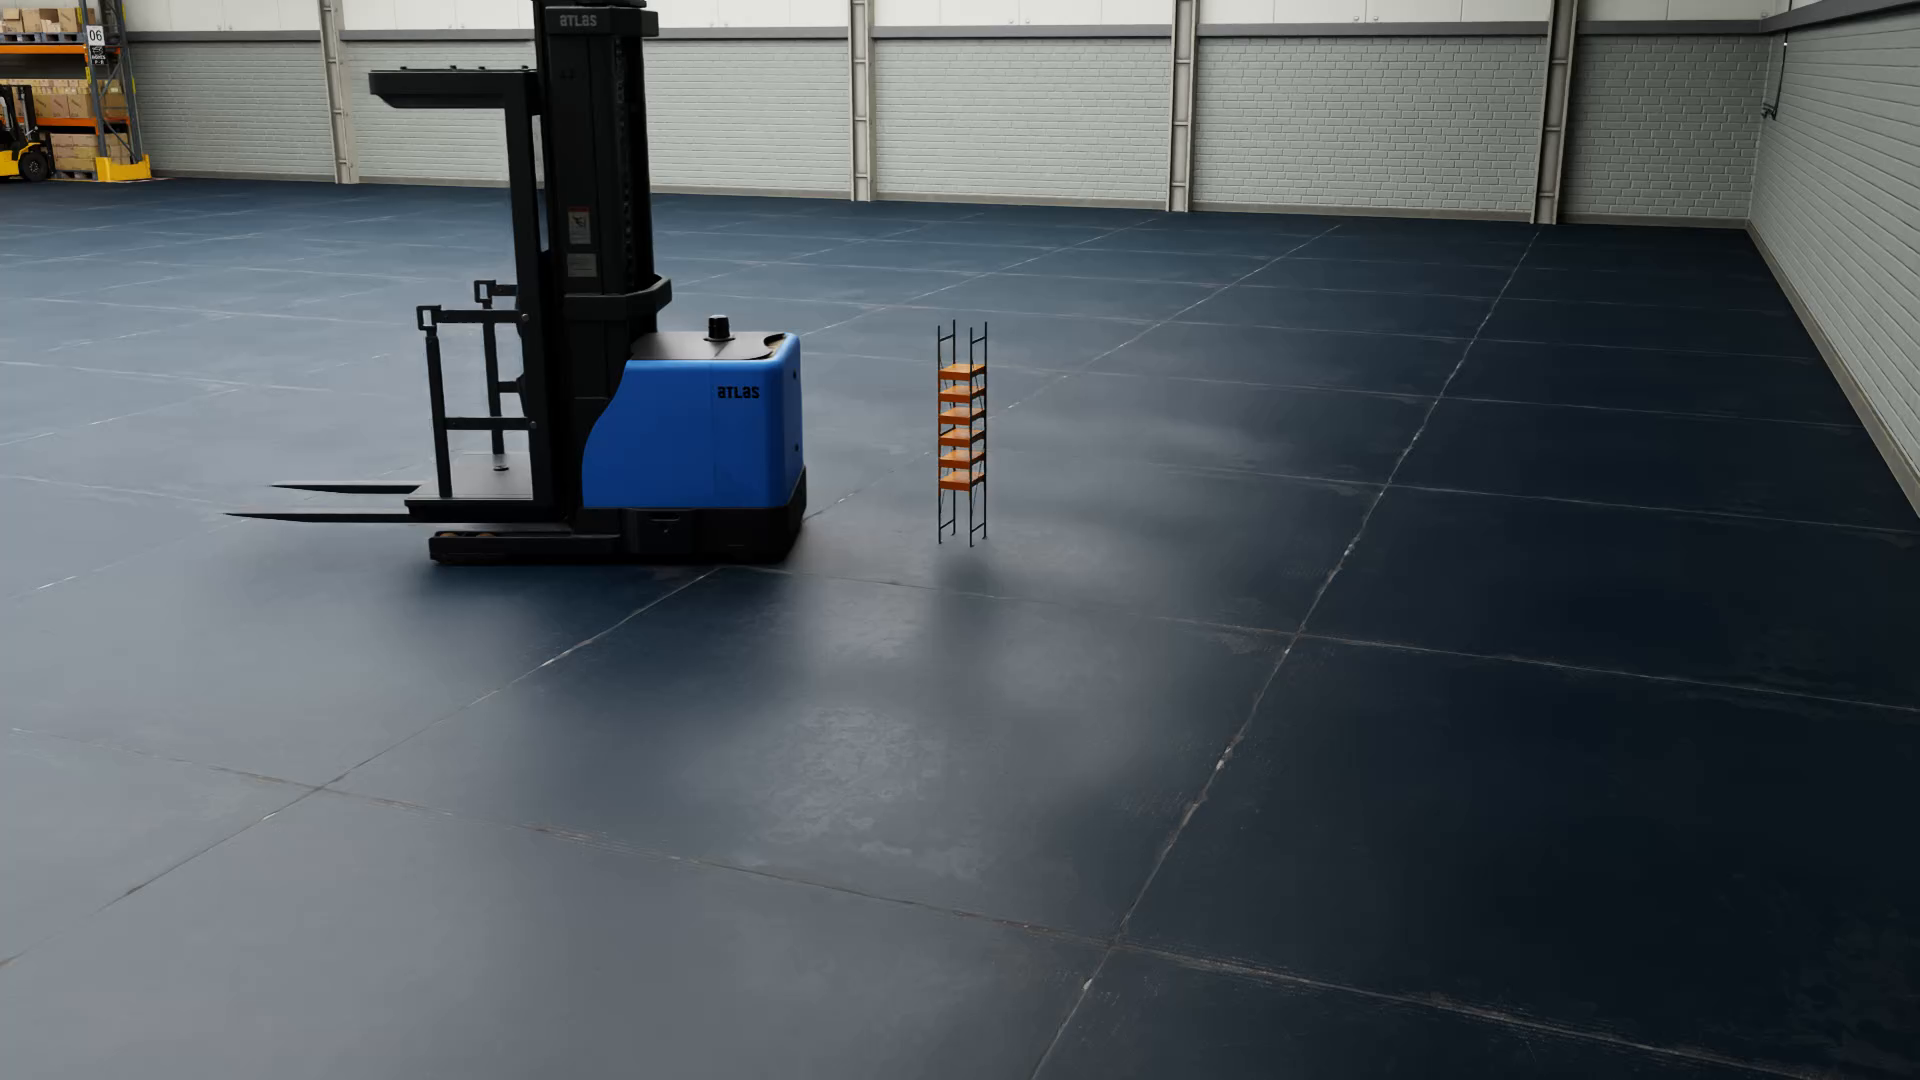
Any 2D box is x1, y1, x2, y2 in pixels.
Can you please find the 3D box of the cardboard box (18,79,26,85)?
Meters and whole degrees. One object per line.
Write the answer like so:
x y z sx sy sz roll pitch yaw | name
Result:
-20.280 -9.969 36.257 0.250 0.149 0.380 6 17 21 | cardboard box

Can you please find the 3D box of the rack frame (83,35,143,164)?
-18.212 -9.299 35.826 0.127 3.000 1.000 6 17 21 | rack frame

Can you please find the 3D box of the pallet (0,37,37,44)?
-21.130 -11.026 36.552 1.213 0.211 1.003 6 17 21 | pallet

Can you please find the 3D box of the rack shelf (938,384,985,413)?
0.013 -0.763 8.947 0.180 0.103 0.258 6 17 21 | rack shelf

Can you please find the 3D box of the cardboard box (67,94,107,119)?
-18.766 -9.329 35.750 0.500 0.500 0.500 6 17 19 | cardboard box

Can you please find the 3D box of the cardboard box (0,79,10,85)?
-20.775 -10.002 36.369 0.250 0.149 0.380 6 17 20 | cardboard box

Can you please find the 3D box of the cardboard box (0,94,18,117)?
-20.654 -9.543 36.485 0.500 0.500 0.500 6 17 20 | cardboard box

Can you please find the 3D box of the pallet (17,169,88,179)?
-20.070 -8.153 36.878 1.213 0.211 1.003 6 17 21 | pallet

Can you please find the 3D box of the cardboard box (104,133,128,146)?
-18.590 -8.759 36.349 0.500 0.250 0.500 6 17 20 | cardboard box

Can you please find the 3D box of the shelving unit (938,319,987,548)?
0.013 -0.575 9.001 0.189 1.200 0.258 6 17 21 | shelving unit

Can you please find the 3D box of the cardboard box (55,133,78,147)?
-19.232 -8.678 36.069 0.500 0.250 0.500 7 17 22 | cardboard box

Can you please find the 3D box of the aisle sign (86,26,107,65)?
-18.259 -10.465 35.178 0.004 0.787 0.394 6 17 21 | aisle sign

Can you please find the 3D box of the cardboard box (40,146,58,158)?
-19.730 -8.491 36.322 0.500 0.250 0.500 6 17 19 | cardboard box

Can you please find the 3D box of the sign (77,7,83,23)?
-18.424 -10.988 34.815 0.005 0.325 0.100 6 17 21 | sign

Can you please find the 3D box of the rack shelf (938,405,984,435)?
0.013 -0.647 8.980 0.180 0.103 0.258 6 17 21 | rack shelf

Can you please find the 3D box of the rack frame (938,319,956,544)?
-0.072 -0.584 9.034 0.006 1.200 0.240 6 17 21 | rack frame

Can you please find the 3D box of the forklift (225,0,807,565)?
-2.405 -1.423 8.819 3.031 2.935 1.130 0 16 1 | forklift

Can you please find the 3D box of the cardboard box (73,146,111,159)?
-18.780 -8.389 35.973 0.500 0.250 0.500 6 17 20 | cardboard box

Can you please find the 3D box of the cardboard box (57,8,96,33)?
-18.713 -11.020 35.259 0.500 0.500 0.500 7 18 22 | cardboard box

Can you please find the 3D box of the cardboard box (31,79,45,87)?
-19.847 -9.888 35.978 0.250 0.149 0.380 7 17 22 | cardboard box

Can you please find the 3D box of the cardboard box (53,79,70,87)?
-19.321 -9.865 35.899 0.250 0.149 0.380 6 17 21 | cardboard box

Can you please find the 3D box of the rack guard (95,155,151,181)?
-18.190 -8.096 36.166 0.348 0.500 1.175 6 17 21 | rack guard

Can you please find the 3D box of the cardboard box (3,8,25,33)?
-20.160 -11.222 35.949 0.637 0.503 0.797 7 18 22 | cardboard box

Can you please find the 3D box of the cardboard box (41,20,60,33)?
-19.330 -10.957 35.464 0.258 0.266 0.396 6 17 21 | cardboard box

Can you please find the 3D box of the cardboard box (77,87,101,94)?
-18.637 -9.622 35.593 0.250 0.149 0.380 7 17 21 | cardboard box

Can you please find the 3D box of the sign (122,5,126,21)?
-18.003 -11.341 35.768 0.005 0.325 0.100 6 17 21 | sign

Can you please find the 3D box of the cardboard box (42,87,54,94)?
-19.597 -9.726 35.952 0.250 0.149 0.380 6 17 19 | cardboard box

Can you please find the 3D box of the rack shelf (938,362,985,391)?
0.013 -0.878 8.913 0.180 0.103 0.258 6 17 21 | rack shelf

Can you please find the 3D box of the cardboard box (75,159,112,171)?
-18.765 -8.147 36.034 0.500 0.250 0.500 6 17 21 | cardboard box

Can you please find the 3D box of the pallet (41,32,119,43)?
-18.860 -10.776 35.692 1.213 0.211 1.003 6 17 21 | pallet

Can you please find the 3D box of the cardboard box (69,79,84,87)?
-18.863 -9.801 35.677 0.250 0.149 0.380 6 17 21 | cardboard box

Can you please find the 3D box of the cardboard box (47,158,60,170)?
-19.686 -8.253 36.402 0.500 0.250 0.500 6 17 21 | cardboard box

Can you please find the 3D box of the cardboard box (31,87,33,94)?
-20.039 -9.795 36.192 0.250 0.149 0.380 6 17 20 | cardboard box

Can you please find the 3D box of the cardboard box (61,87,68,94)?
-19.105 -9.682 35.803 0.250 0.149 0.380 7 17 22 | cardboard box

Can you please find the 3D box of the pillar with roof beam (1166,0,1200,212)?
2.217 -8.914 23.737 0.400 9.000 9.100 6 17 21 | pillar with roof beam

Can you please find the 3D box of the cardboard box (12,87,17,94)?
-20.553 -9.829 36.307 0.250 0.149 0.380 6 17 19 | cardboard box

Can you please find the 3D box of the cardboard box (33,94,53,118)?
-19.722 -9.437 36.122 0.500 0.500 0.500 6 17 20 | cardboard box

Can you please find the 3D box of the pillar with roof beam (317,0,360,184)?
-14.527 -10.755 30.079 0.400 9.000 9.100 6 17 21 | pillar with roof beam

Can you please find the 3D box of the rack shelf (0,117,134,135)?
-20.073 -9.158 36.631 4.000 0.370 1.077 6 17 21 | rack shelf
